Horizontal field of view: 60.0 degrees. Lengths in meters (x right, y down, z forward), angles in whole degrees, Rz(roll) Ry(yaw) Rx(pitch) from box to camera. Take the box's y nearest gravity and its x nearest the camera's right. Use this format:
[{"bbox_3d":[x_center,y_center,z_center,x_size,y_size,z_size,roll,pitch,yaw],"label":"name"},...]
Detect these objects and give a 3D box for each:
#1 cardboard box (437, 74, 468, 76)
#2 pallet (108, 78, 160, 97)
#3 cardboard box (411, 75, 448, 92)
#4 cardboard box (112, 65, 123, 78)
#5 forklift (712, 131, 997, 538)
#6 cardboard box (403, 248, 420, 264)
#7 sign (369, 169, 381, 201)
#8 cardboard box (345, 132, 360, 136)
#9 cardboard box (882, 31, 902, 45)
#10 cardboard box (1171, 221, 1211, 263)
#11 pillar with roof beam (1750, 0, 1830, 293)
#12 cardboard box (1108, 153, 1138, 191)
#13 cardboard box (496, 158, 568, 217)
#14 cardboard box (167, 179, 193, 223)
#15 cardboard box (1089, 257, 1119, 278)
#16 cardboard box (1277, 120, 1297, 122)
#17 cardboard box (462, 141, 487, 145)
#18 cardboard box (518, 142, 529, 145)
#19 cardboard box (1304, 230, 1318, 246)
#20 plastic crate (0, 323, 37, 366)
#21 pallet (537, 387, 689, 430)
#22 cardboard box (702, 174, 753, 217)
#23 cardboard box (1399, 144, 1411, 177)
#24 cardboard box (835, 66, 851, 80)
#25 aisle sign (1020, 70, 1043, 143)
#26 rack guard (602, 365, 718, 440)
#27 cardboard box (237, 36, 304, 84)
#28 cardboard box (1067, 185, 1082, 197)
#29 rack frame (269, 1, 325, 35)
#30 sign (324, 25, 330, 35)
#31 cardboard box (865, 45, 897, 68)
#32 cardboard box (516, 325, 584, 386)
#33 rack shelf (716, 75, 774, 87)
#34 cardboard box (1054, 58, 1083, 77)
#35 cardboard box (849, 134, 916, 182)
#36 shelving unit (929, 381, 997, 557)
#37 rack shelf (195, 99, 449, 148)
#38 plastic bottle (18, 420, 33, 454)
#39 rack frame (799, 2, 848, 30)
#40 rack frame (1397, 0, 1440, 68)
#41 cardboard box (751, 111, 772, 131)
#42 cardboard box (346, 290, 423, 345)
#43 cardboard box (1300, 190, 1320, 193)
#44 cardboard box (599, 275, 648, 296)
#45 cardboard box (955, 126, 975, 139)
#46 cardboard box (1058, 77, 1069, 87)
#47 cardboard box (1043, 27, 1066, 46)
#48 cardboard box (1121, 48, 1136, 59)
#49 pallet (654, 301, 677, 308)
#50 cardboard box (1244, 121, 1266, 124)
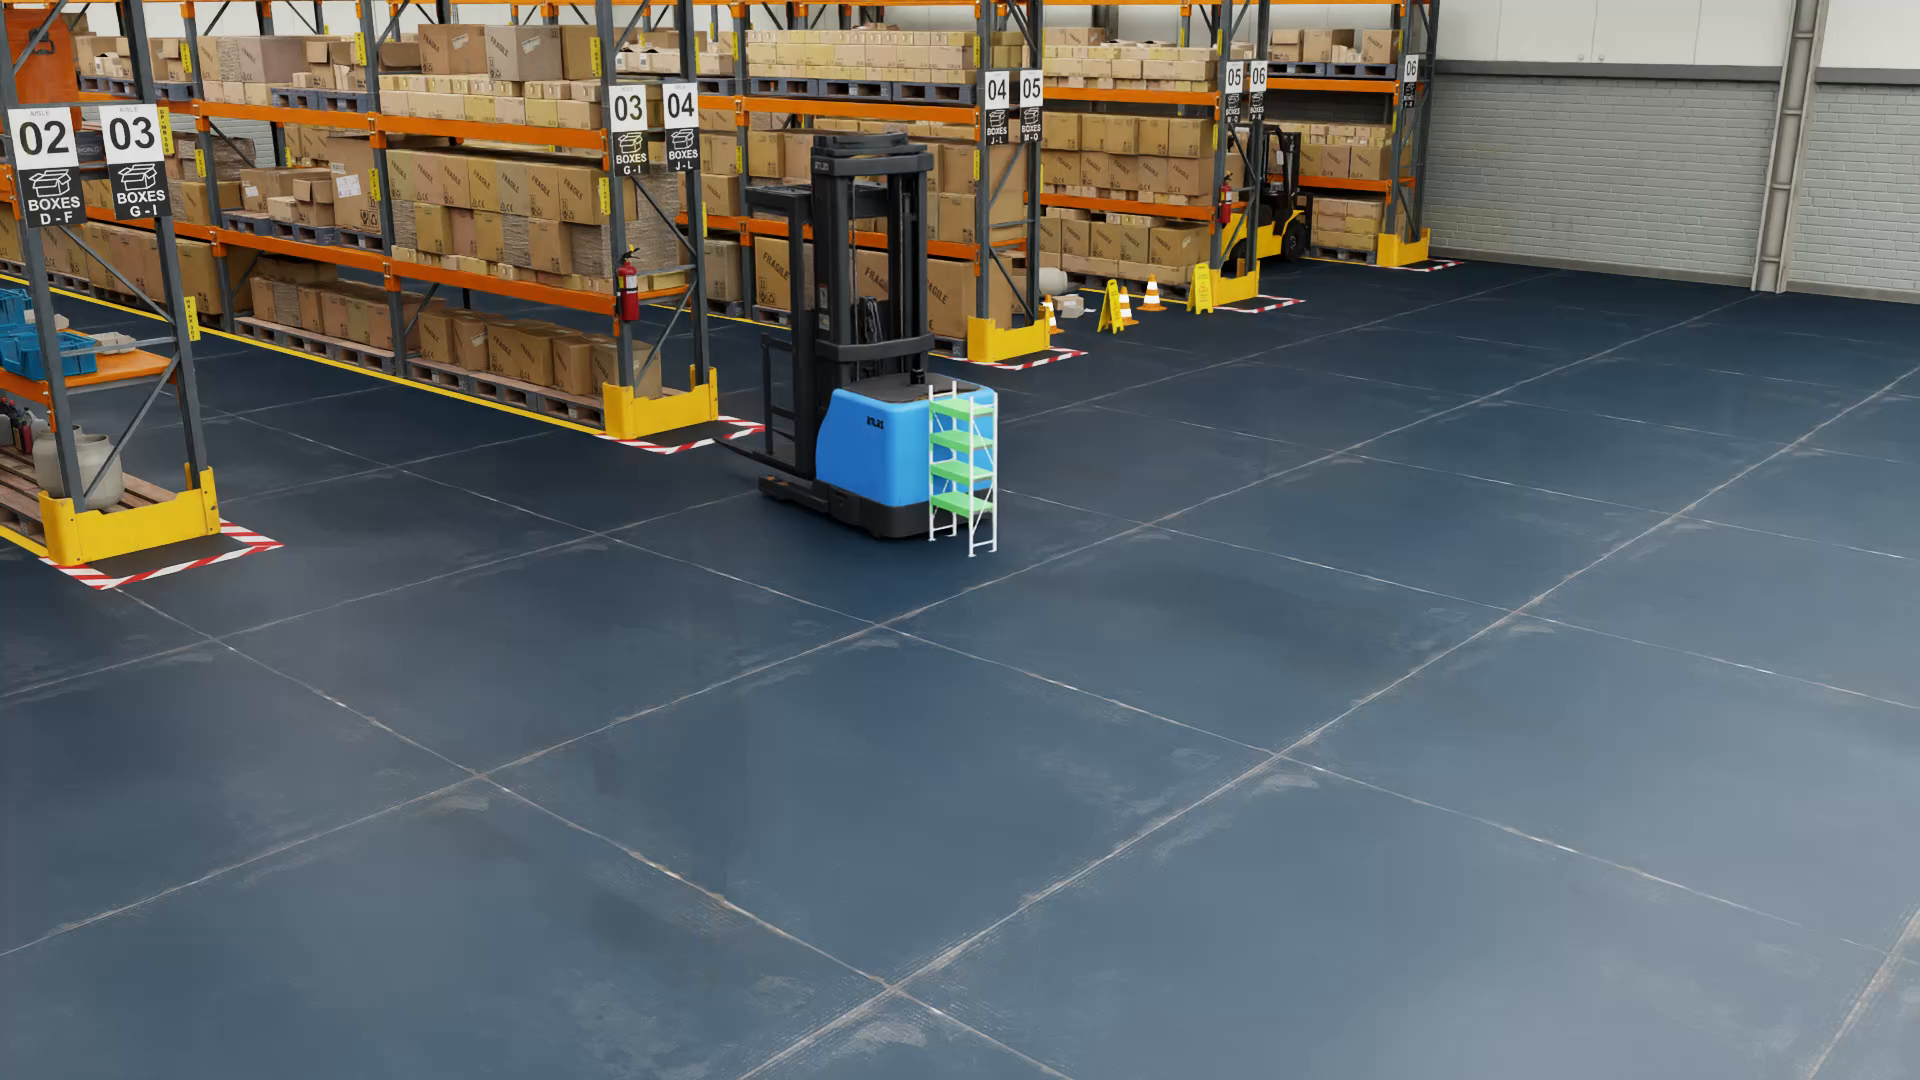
[{"bbox_3d":[-5.229,-4.790,17.375,0.250,0.149,0.380,15,23,40],"label":"cardboard box"},{"bbox_3d":[-10.150,-5.800,21.280,1.213,0.211,1.003,16,24,42],"label":"pallet"},{"bbox_3d":[-5.331,-4.631,16.876,0.250,0.149,0.380,15,23,40],"label":"cardboard box"},{"bbox_3d":[-10.773,-6.099,21.633,0.250,0.149,0.380,14,22,37],"label":"cardboard box"},{"bbox_3d":[-1.010,-1.791,13.409,1.130,2.935,3.031,-13,22,-36],"label":"forklift"},{"bbox_3d":[-5.664,-3.031,17.620,0.250,0.149,0.380,15,23,39],"label":"cardboard box"},{"bbox_3d":[-6.169,-3.741,17.527,0.005,0.325,0.100,15,23,39],"label":"sign"},{"bbox_3d":[-9.727,-6.451,27.323,0.500,0.500,0.500,15,23,39],"label":"cardboard box"},{"bbox_3d":[-0.679,-5.747,19.040,0.250,0.149,0.380,15,23,39],"label":"cardboard box"},{"bbox_3d":[3.328,-4.231,23.595,0.500,0.500,0.500,14,22,37],"label":"cardboard box"},{"bbox_3d":[8.766,-6.903,19.486,0.400,9.000,9.100,15,23,39],"label":"pillar with roof beam"},{"bbox_3d":[2.434,-5.193,23.360,0.500,0.500,0.500,15,23,39],"label":"cardboard box"},{"bbox_3d":[-4.137,-3.433,16.160,0.500,0.500,0.500,15,23,39],"label":"cardboard box"},{"bbox_3d":[-9.698,-4.311,21.071,0.500,0.500,0.500,15,23,39],"label":"cardboard box"},{"bbox_3d":[2.206,-3.955,23.967,0.500,0.250,0.500,14,22,37],"label":"cardboard box"},{"bbox_3d":[5.442,-6.920,27.728,0.250,0.149,0.380,15,23,39],"label":"cardboard box"},{"bbox_3d":[-7.258,-5.892,24.955,0.250,0.149,0.380,16,24,41],"label":"cardboard box"},{"bbox_3d":[-6.429,-5.932,25.082,0.250,0.149,0.380,16,24,42],"label":"cardboard box"},{"bbox_3d":[5.763,-4.995,27.244,0.500,0.250,0.500,15,23,40],"label":"cardboard box"},{"bbox_3d":[-7.154,-1.485,12.579,0.408,0.251,0.499,15,23,39],"label":"plastic crate"},{"bbox_3d":[-3.453,-1.370,16.578,1.213,0.211,1.003,15,23,39],"label":"pallet"},{"bbox_3d":[-3.003,-4.509,21.696,0.500,0.500,0.500,15,23,39],"label":"cardboard box"},{"bbox_3d":[6.872,-6.088,26.671,0.500,0.500,0.500,16,24,41],"label":"cardboard box"},{"bbox_3d":[-1.251,-5.520,19.643,0.250,0.149,0.380,15,23,40],"label":"cardboard box"},{"bbox_3d":[0.808,-4.907,18.817,0.004,0.787,0.394,15,23,39],"label":"aisle sign"},{"bbox_3d":[-2.868,-1.336,15.996,0.348,0.500,1.175,15,23,39],"label":"rack guard"},{"bbox_3d":[-7.857,-5.480,18.969,0.500,0.500,0.500,14,22,38],"label":"cardboard box"},{"bbox_3d":[1.748,-5.043,23.959,0.250,0.149,0.380,15,23,40],"label":"cardboard box"},{"bbox_3d":[-11.411,-9.686,28.257,0.127,3.000,1.000,15,23,39],"label":"rack frame"},{"bbox_3d":[-11.028,-8.800,28.959,0.005,0.325,0.100,15,23,39],"label":"sign"},{"bbox_3d":[-0.744,-5.599,19.232,0.500,0.250,0.500,15,23,39],"label":"cardboard box"},{"bbox_3d":[-4.193,-1.893,17.054,0.500,0.500,0.500,-16,23,-41],"label":"cardboard box"},{"bbox_3d":[-3.713,-7.849,28.616,4.000,0.370,1.077,15,23,39],"label":"rack shelf"},{"bbox_3d":[1.680,-6.702,23.569,0.500,0.250,0.500,15,23,40],"label":"cardboard box"},{"bbox_3d":[-0.980,-4.593,20.094,0.500,0.550,0.875,15,23,39],"label":"cardboard box"},{"bbox_3d":[0.019,-0.526,12.284,0.258,1.200,0.503,-13,22,-36],"label":"shelving unit"},{"bbox_3d":[-7.299,-4.804,19.020,4.000,0.370,1.077,15,23,39],"label":"rack shelf"},{"bbox_3d":[-7.984,-0.885,14.204,0.133,0.283,0.061,15,23,39],"label":"plastic bottle"},{"bbox_3d":[-2.217,-9.220,26.788,0.127,3.000,1.000,15,23,39],"label":"rack frame"},{"bbox_3d":[7.058,-8.738,25.268,0.127,3.000,1.000,15,23,39],"label":"rack frame"},{"bbox_3d":[-3.167,-7.031,27.989,0.500,0.500,0.500,16,23,40],"label":"cardboard box"},{"bbox_3d":[-6.593,-2.562,19.131,0.500,0.500,0.700,15,23,39],"label":"cardboard box"},{"bbox_3d":[5.703,-5.691,27.782,0.500,0.250,0.500,14,23,38],"label":"cardboard box"},{"bbox_3d":[-3.162,-2.403,15.641,0.250,0.149,0.380,15,23,39],"label":"cardboard box"},{"bbox_3d":[0.277,-5.988,25.170,0.500,0.500,0.500,15,23,38],"label":"cardboard box"},{"bbox_3d":[1.616,-6.544,23.730,0.250,0.149,0.380,14,22,38],"label":"cardboard box"},{"bbox_3d":[1.898,-8.930,29.809,0.500,0.500,0.700,14,23,38],"label":"cardboard box"},{"bbox_3d":[2.435,-6.725,22.982,0.250,0.149,0.380,14,22,38],"label":"cardboard box"},{"bbox_3d":[-3.979,-3.471,23.200,1.213,0.211,1.003,15,23,39],"label":"pallet"},{"bbox_3d":[4.897,-6.847,27.497,0.250,0.149,0.380,15,23,38],"label":"cardboard box"}]
